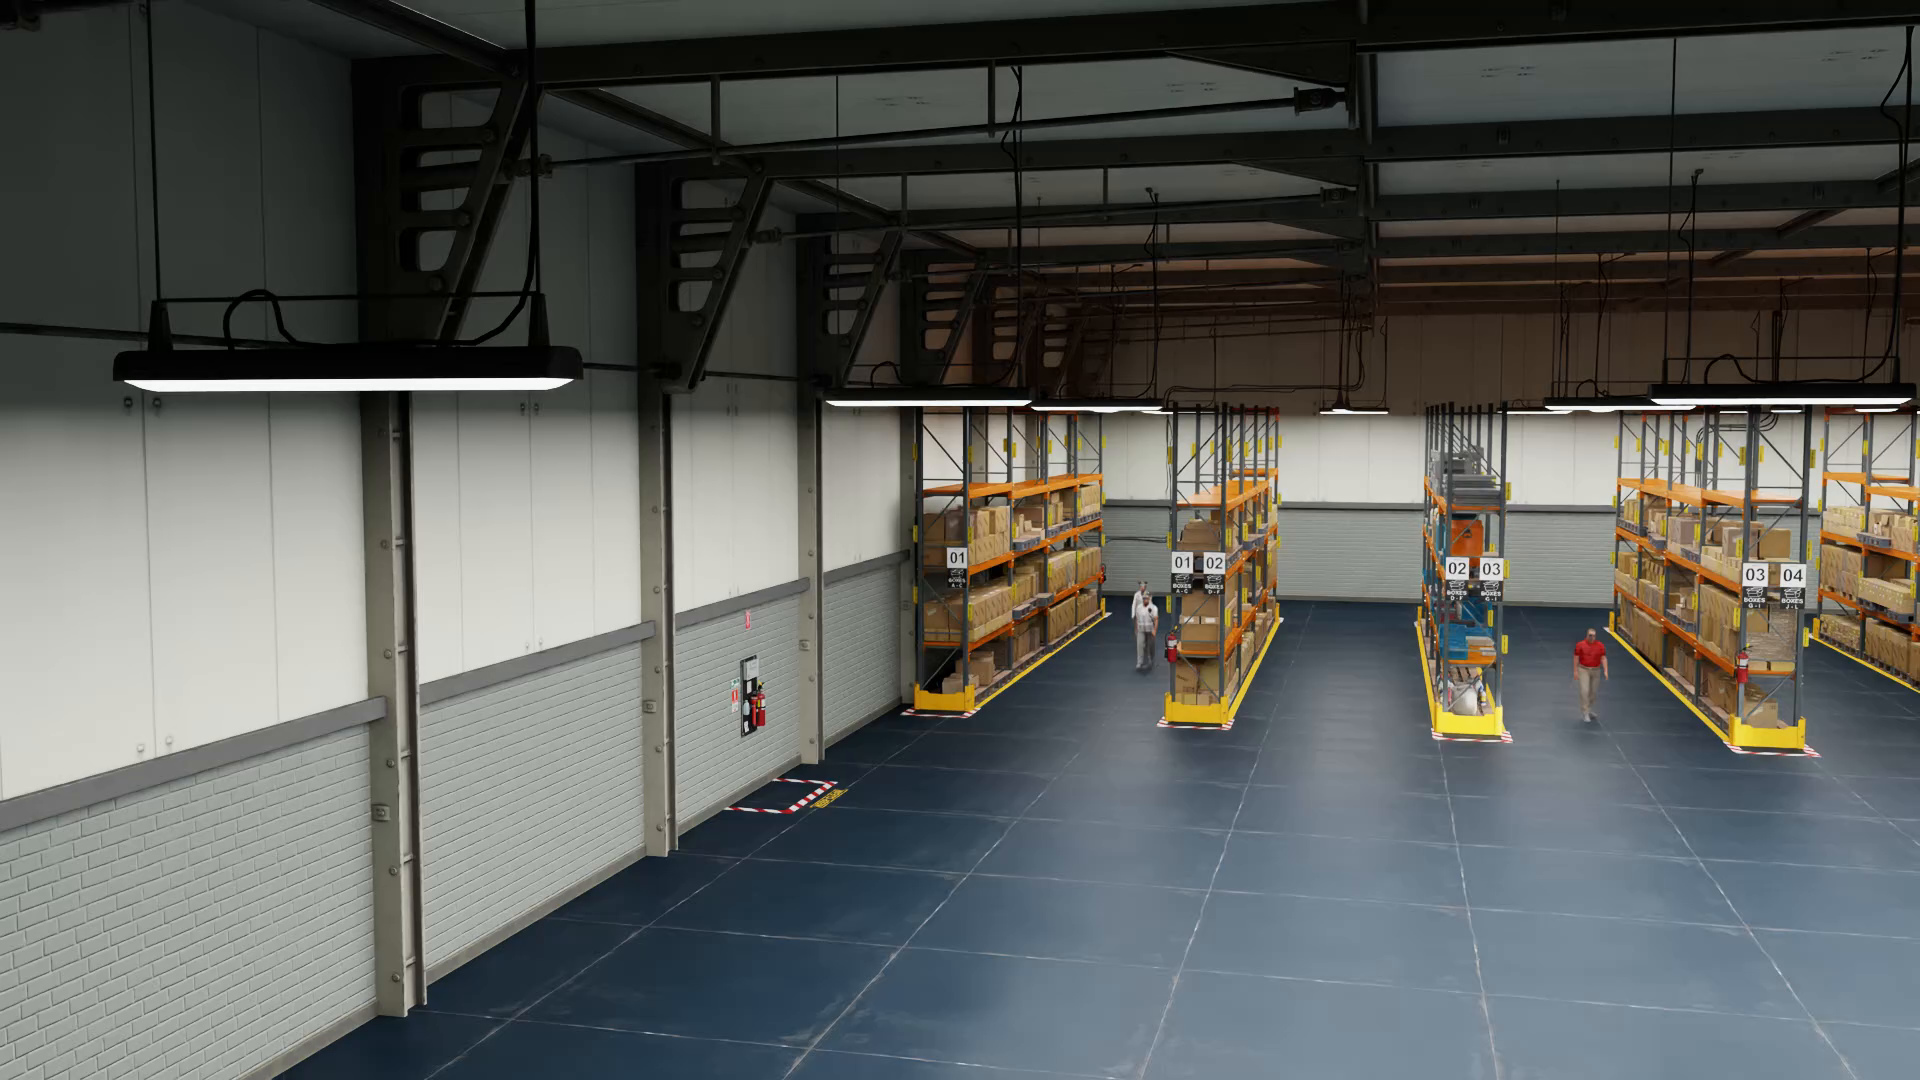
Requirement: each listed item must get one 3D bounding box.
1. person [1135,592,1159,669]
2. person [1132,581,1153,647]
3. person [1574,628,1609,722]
[{"bbox_3d":[4.245,2.046,37.945,0.579,1.704,1.084,1,4,15],"label":"person"},{"bbox_3d":[4.572,1.817,41.573,0.509,1.618,1.049,1,4,14],"label":"person"},{"bbox_3d":[11.968,2.543,31.565,0.578,1.755,0.667,0,4,2],"label":"person"}]
